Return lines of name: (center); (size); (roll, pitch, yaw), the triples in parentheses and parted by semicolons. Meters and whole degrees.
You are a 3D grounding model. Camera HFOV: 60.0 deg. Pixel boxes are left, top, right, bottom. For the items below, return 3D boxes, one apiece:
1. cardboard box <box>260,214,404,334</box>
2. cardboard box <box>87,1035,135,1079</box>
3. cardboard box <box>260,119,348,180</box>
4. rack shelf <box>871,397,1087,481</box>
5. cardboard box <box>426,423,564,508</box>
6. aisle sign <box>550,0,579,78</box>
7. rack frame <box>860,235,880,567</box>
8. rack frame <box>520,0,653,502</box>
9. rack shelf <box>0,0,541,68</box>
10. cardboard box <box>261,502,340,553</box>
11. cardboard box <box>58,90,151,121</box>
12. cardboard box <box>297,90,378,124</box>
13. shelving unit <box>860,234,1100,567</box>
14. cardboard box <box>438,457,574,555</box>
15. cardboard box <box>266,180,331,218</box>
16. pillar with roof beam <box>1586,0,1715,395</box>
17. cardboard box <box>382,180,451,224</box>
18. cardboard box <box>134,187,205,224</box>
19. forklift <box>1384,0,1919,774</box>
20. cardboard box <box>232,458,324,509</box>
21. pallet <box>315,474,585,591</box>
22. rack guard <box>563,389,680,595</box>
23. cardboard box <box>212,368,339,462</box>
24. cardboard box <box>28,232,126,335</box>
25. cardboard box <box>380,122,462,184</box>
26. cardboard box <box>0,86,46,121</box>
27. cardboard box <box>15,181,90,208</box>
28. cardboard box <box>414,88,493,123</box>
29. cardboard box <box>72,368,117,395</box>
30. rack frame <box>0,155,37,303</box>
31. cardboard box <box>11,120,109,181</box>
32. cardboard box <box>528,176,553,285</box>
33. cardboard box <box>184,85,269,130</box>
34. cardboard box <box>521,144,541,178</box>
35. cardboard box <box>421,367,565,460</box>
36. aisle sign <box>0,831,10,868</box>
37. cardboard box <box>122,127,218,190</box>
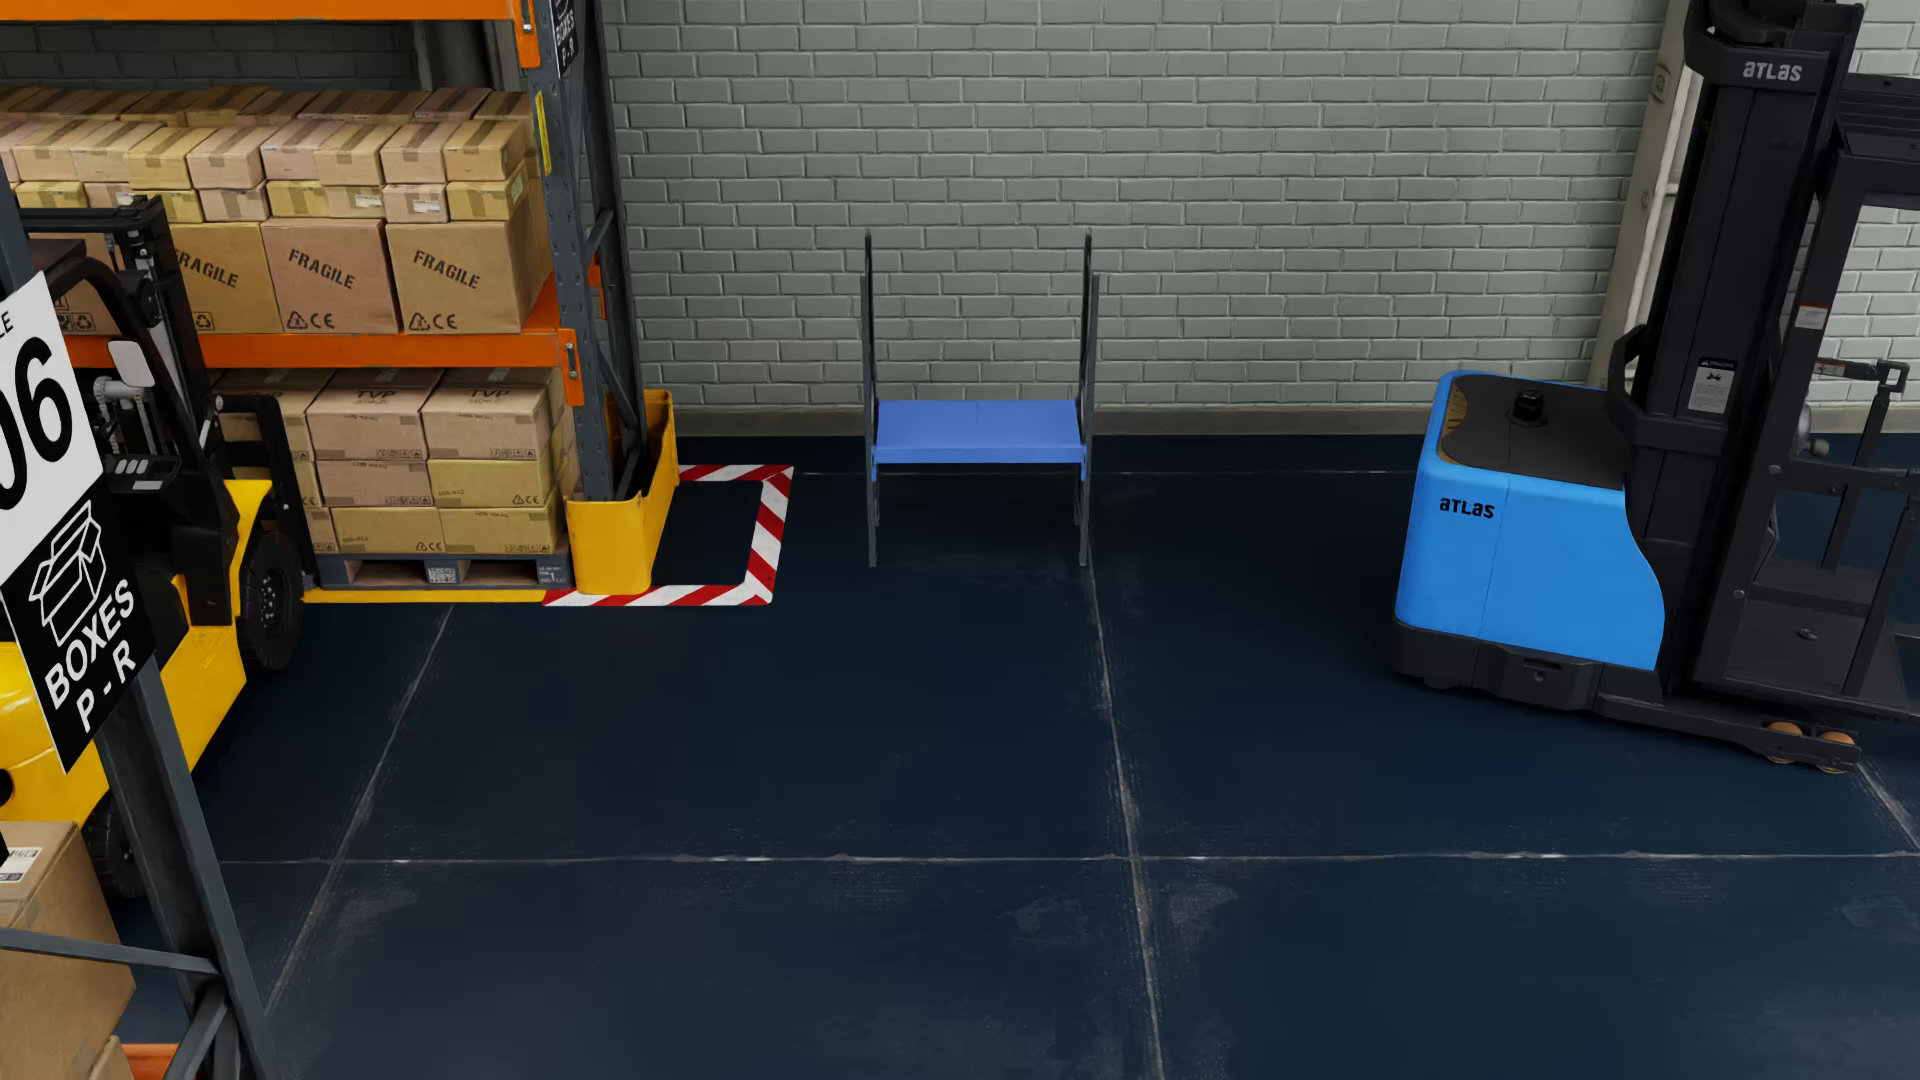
cardboard box: (-2.680, -1.235, 7.298); (0.500, 0.500, 0.500); (1, 31, 1)
cardboard box: (-1.978, 1.249, 3.542); (0.250, 0.149, 0.380); (0, 31, 0)
cardboard box: (-2.785, -1.670, 7.102); (0.250, 0.149, 0.380); (0, 31, 0)
rack shelf: (0.085, -0.488, 7.955); (1.000, 0.185, 0.538); (0, 31, 0)
cardboard box: (-2.156, -0.381, 7.750); (0.500, 0.250, 0.500); (-1, 31, -1)
aisle sign: (-1.603, -2.286, 6.620); (0.004, 0.787, 0.394); (0, 31, 0)
rack frame: (-0.423, -0.640, 7.859); (0.032, 1.500, 0.500); (0, 31, 0)
rack frame: (-1.671, -1.327, 7.545); (0.127, 3.000, 1.000); (0, 31, 0)
rack shelf: (-3.671, -2.295, 6.943); (4.000, 0.370, 1.077); (0, 31, 0)
cardboard box: (-3.136, -0.172, 7.888); (0.500, 0.250, 0.500); (0, 31, 0)
cardboard box: (-3.819, -1.891, 7.467); (0.250, 0.149, 0.380); (1, 31, 1)
cardboard box: (-2.781, -1.899, 7.480); (0.250, 0.149, 0.380); (0, 31, 0)
shelving unit: (0.085, -0.641, 7.861); (1.048, 1.500, 0.538); (0, 31, 0)
cardboard box: (-2.139, -0.166, 7.877); (0.500, 0.250, 0.500); (0, 31, 0)
cardboard box: (-2.779, -1.520, 7.142); (0.250, 0.149, 0.380); (0, 31, -1)
pillar with roof beam: (3.653, -2.143, 3.106); (0.400, 9.000, 9.100); (0, 31, 0)
cardboard box: (-2.271, -1.484, 7.083); (0.250, 0.149, 0.380); (0, 31, 0)
cardboard box: (-3.298, -1.484, 7.082); (0.250, 0.149, 0.380); (0, 31, 0)
forklift: (3.422, -0.624, 6.453); (3.031, 2.935, 1.130); (10, 33, 17)
cardboard box: (-3.173, -0.372, 7.736); (0.500, 0.250, 0.500); (-1, 31, -1)
pallet: (-2.435, -0.111, 8.229); (1.213, 0.211, 1.003); (0, 31, 0)
rack guard: (-1.647, -0.258, 8.194); (0.348, 0.500, 1.175); (0, 31, 0)
cardboard box: (-3.145, -0.584, 7.602); (0.500, 0.250, 0.500); (0, 31, 0)
cardboard box: (-3.695, -1.226, 7.283); (0.500, 0.500, 0.500); (0, 31, 0)
cardboard box: (-2.274, -1.647, 7.064); (0.250, 0.149, 0.380); (0, 31, 0)
cardboard box: (-4.328, -1.930, 7.531); (0.250, 0.149, 0.380); (-1, 31, -1)
cardboard box: (-3.804, -1.493, 7.098); (0.250, 0.149, 0.380); (-1, 31, -1)
cardboard box: (-2.274, -1.916, 7.507); (0.250, 0.149, 0.380); (1, 31, 1)
cardboard box: (-4.176, -0.588, 7.610); (0.500, 0.250, 0.500); (1, 31, 1)
rack frame: (-1.637, -1.317, 1.745); (0.127, 3.000, 1.000); (0, 31, 0)
cardboard box: (-3.813, -1.664, 7.092); (0.250, 0.149, 0.380); (0, 31, 0)
cardboard box: (-2.168, -1.512, 7.754); (0.500, 0.500, 0.500); (1, 31, 1)
cardboard box: (-3.308, -1.936, 7.540); (0.250, 0.149, 0.380); (-1, 31, -1)
cardboard box: (-2.012, -1.780, 7.571); (0.250, 0.149, 0.380); (-1, 31, -2)
cardboard box: (-2.129, -0.595, 7.621); (0.500, 0.250, 0.500); (1, 31, 1)
aisle sign: (-1.573, 0.287, 2.380); (0.004, 0.787, 0.394); (0, 31, 0)
cardboard box: (-3.303, -1.608, 7.000); (0.250, 0.149, 0.380); (0, 31, 1)
